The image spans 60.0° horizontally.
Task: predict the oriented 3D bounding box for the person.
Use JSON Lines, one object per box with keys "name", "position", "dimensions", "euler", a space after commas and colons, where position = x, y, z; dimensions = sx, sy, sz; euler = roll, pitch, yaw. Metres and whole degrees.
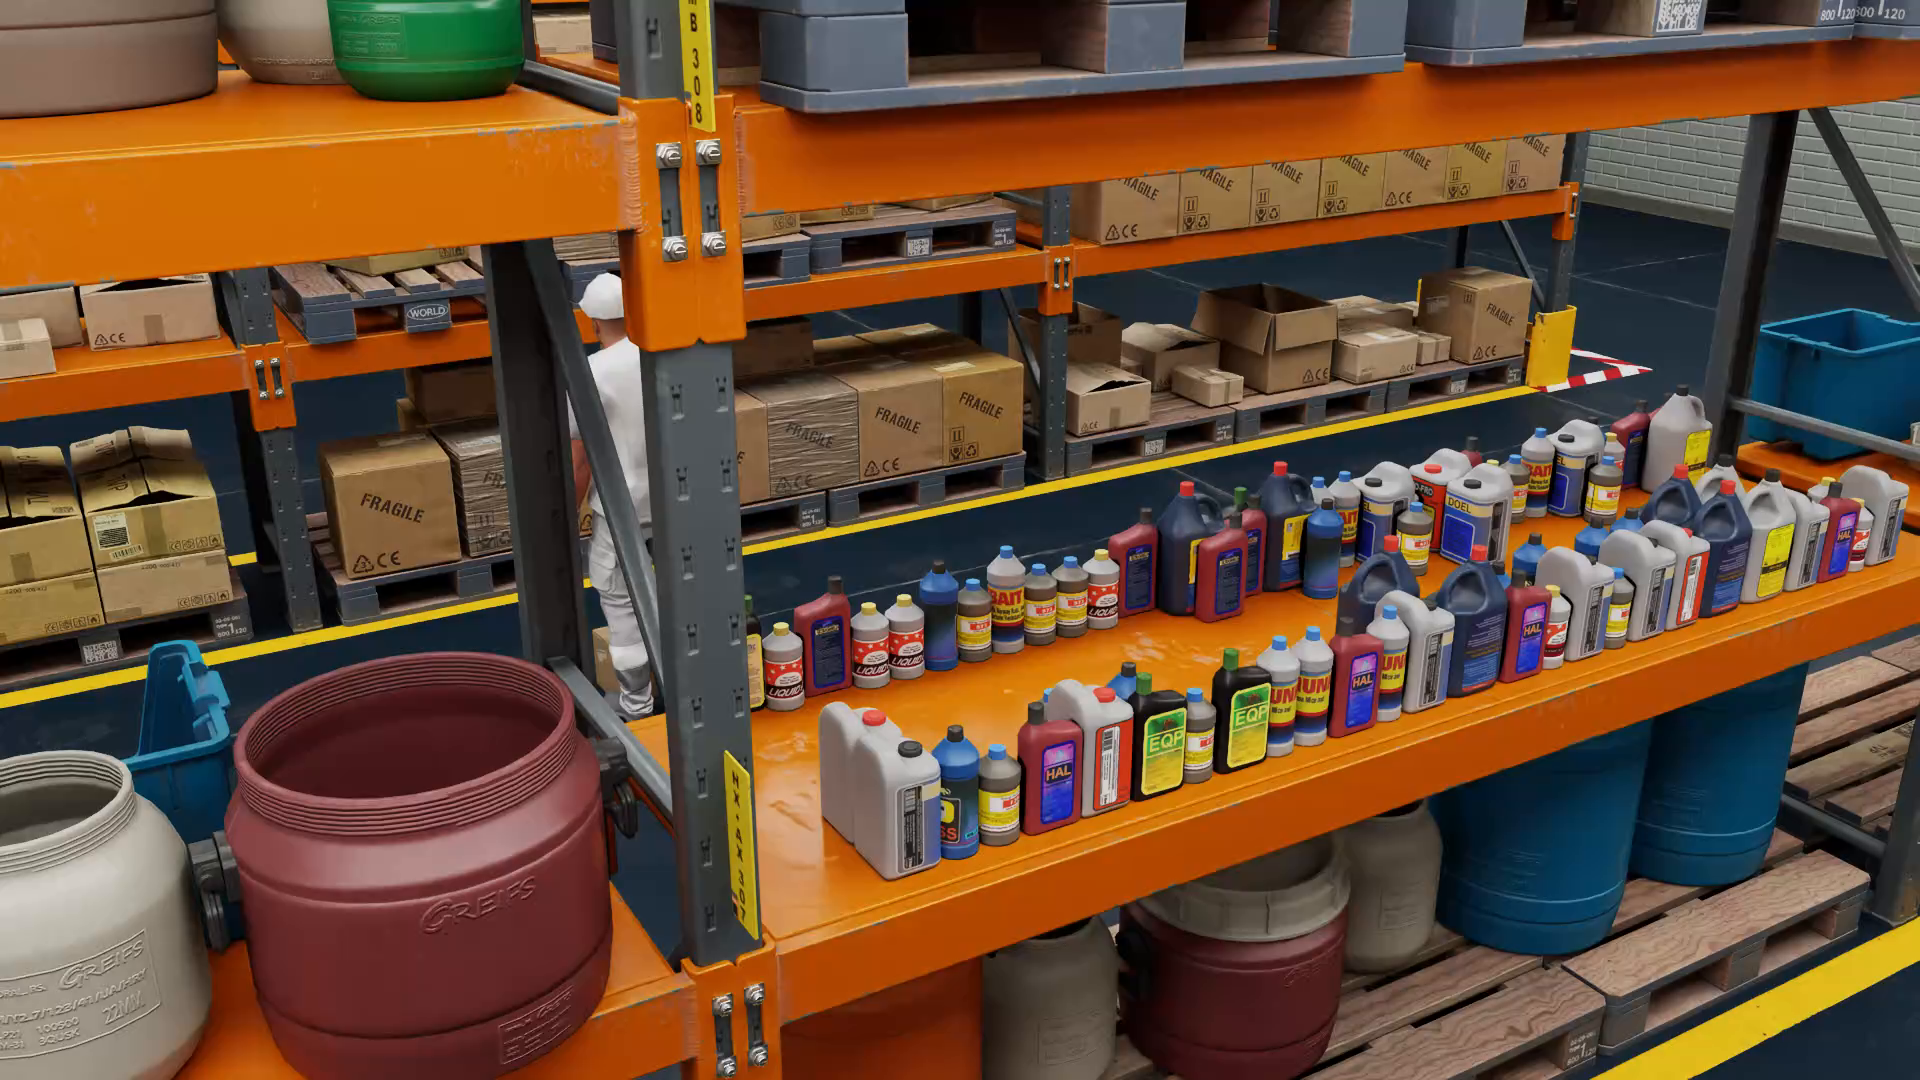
{"name": "person", "position": [-1.244, -0.138, 6.412], "dimensions": [0.622, 1.781, 0.445], "euler": [-14, 25, -31]}
